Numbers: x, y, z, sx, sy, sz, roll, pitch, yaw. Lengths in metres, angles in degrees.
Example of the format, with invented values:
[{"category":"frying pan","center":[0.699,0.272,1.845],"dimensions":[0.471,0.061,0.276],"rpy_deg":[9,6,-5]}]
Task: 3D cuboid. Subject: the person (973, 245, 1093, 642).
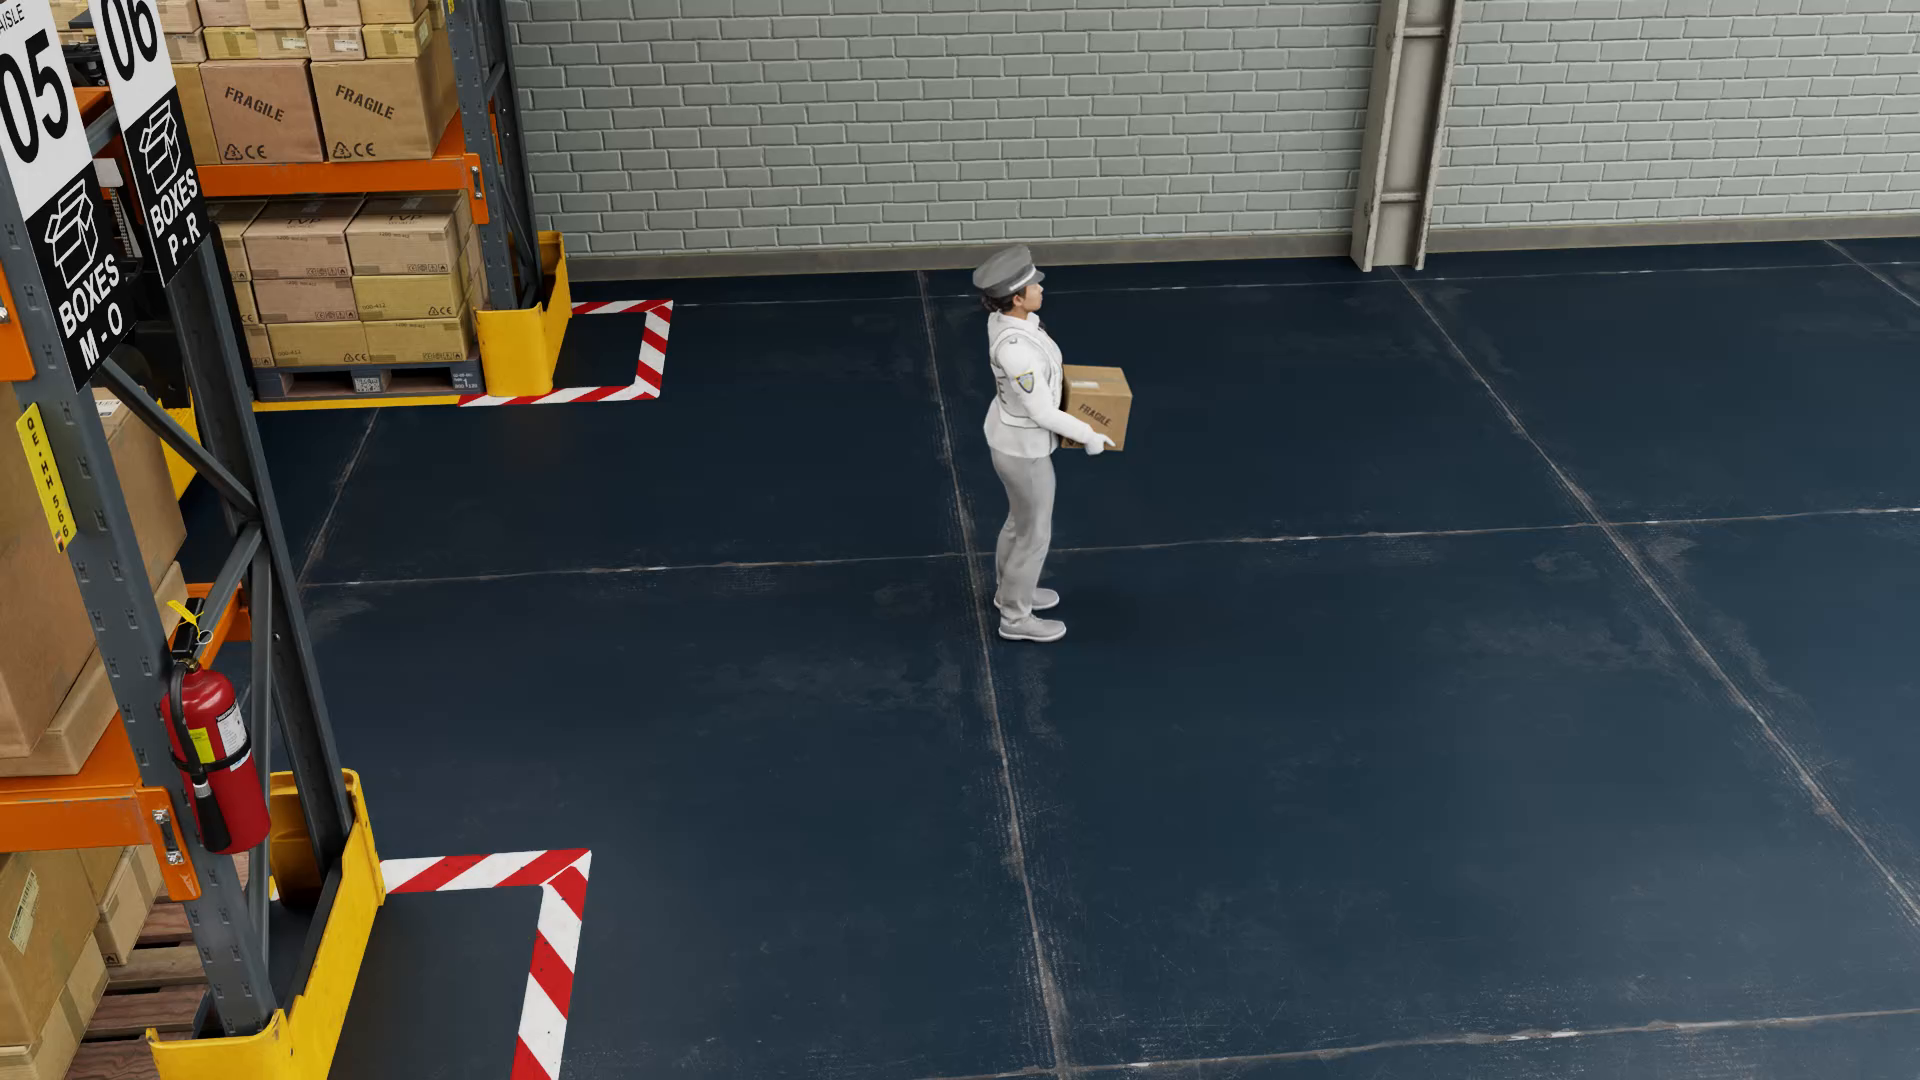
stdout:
[{"category":"person","center":[0.279,-0.384,6.737],"dimensions":[0.459,1.688,0.463],"rpy_deg":[-3,31,-5]}]
